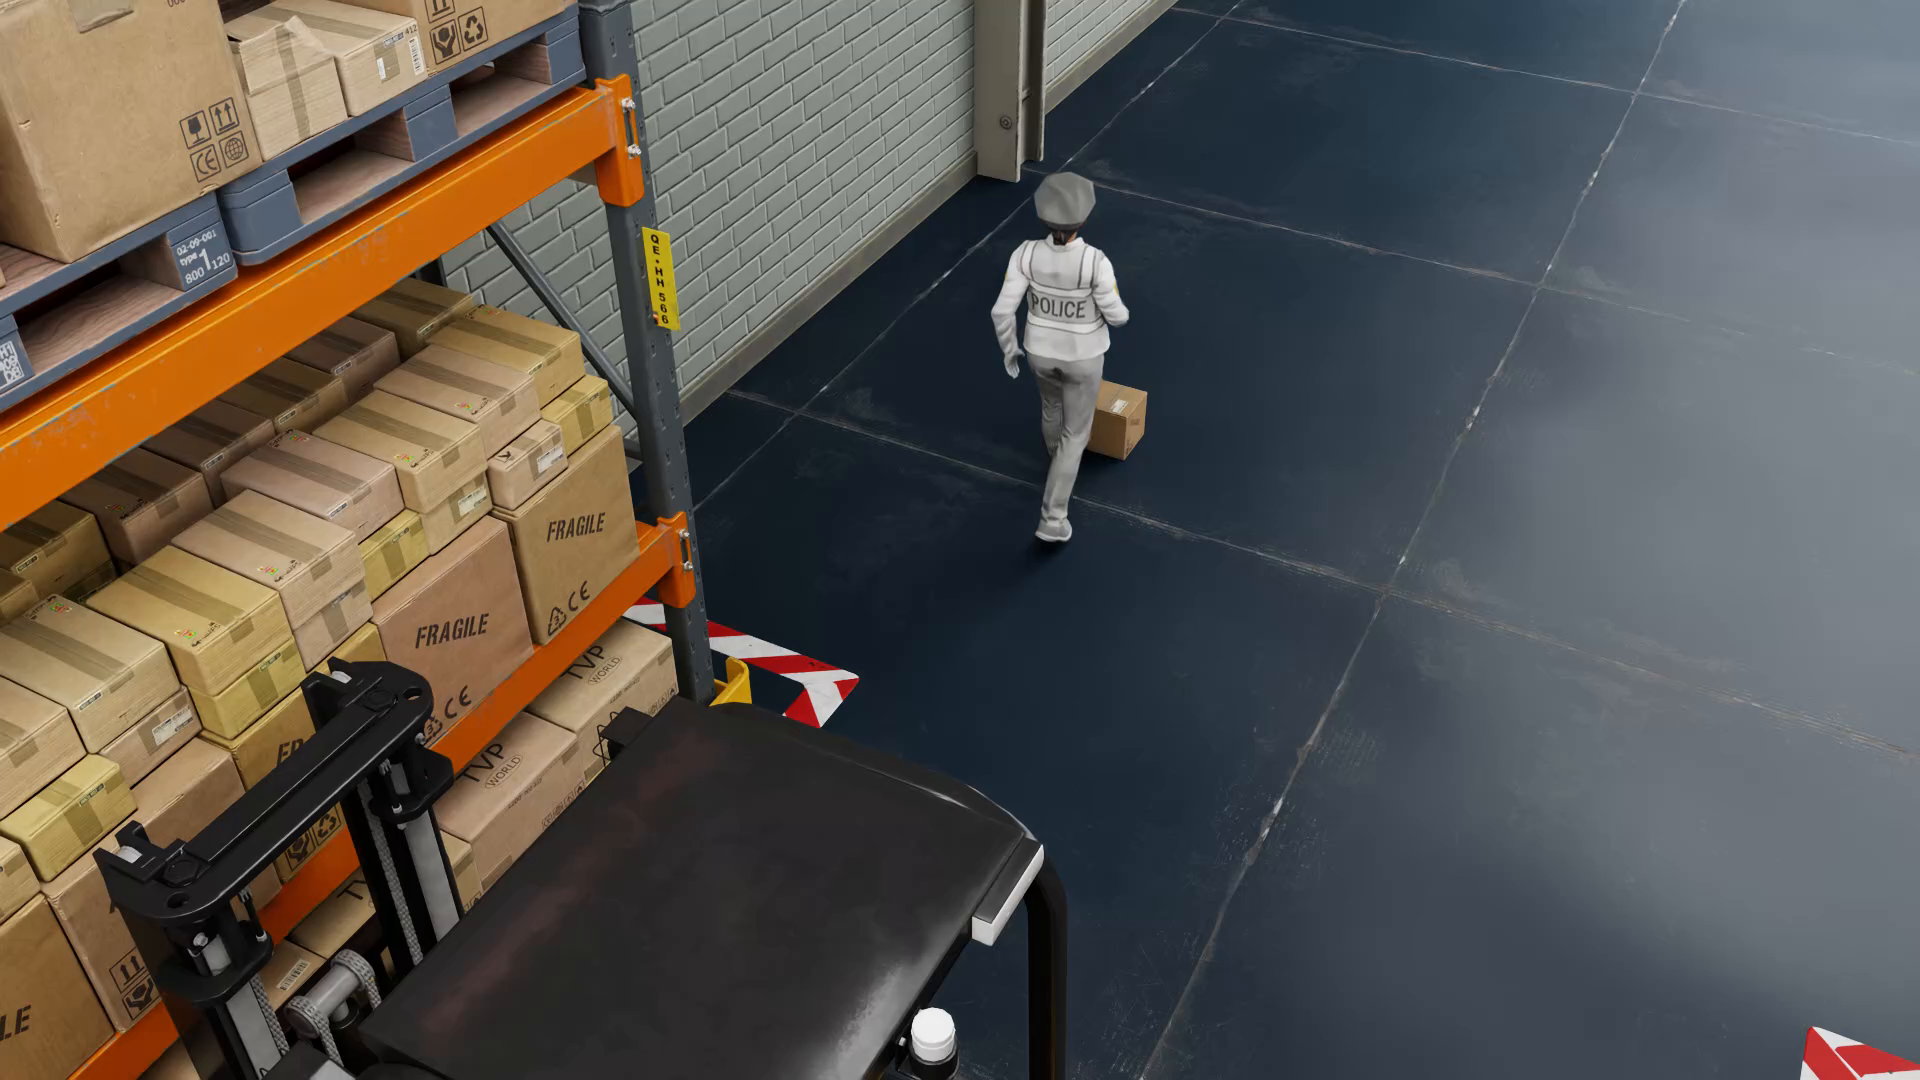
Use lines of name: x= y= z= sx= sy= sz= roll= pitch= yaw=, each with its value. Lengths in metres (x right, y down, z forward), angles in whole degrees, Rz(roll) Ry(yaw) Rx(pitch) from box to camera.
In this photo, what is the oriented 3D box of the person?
person: x=0.468 y=-0.844 z=7.184 sx=0.537 sy=1.657 sz=0.905 roll=16 pitch=41 yaw=19
